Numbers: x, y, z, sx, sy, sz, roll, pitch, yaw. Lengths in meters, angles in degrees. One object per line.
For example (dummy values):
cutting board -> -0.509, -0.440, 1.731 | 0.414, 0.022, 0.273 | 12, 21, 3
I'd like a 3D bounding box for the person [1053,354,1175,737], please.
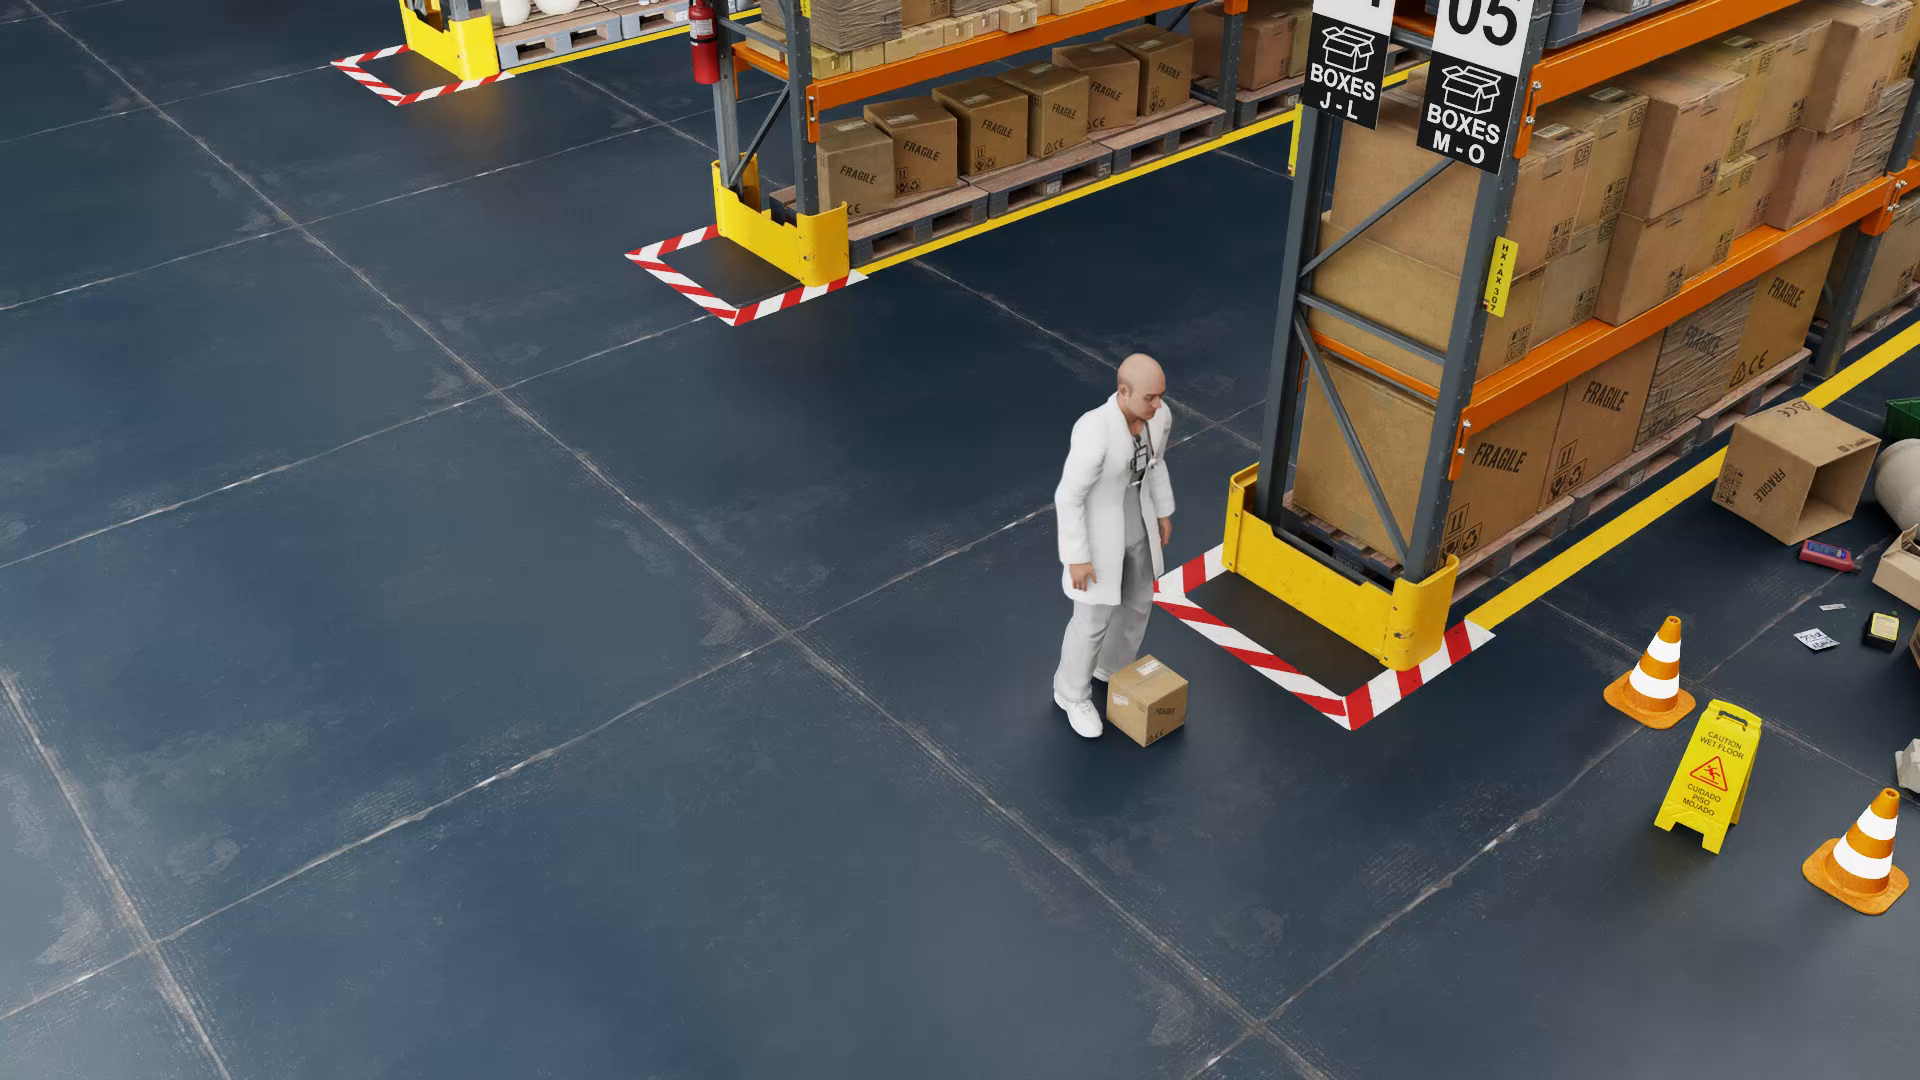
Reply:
person -> 0.670, -0.017, 7.117 | 0.654, 1.774, 0.415 | -27, 43, -33
